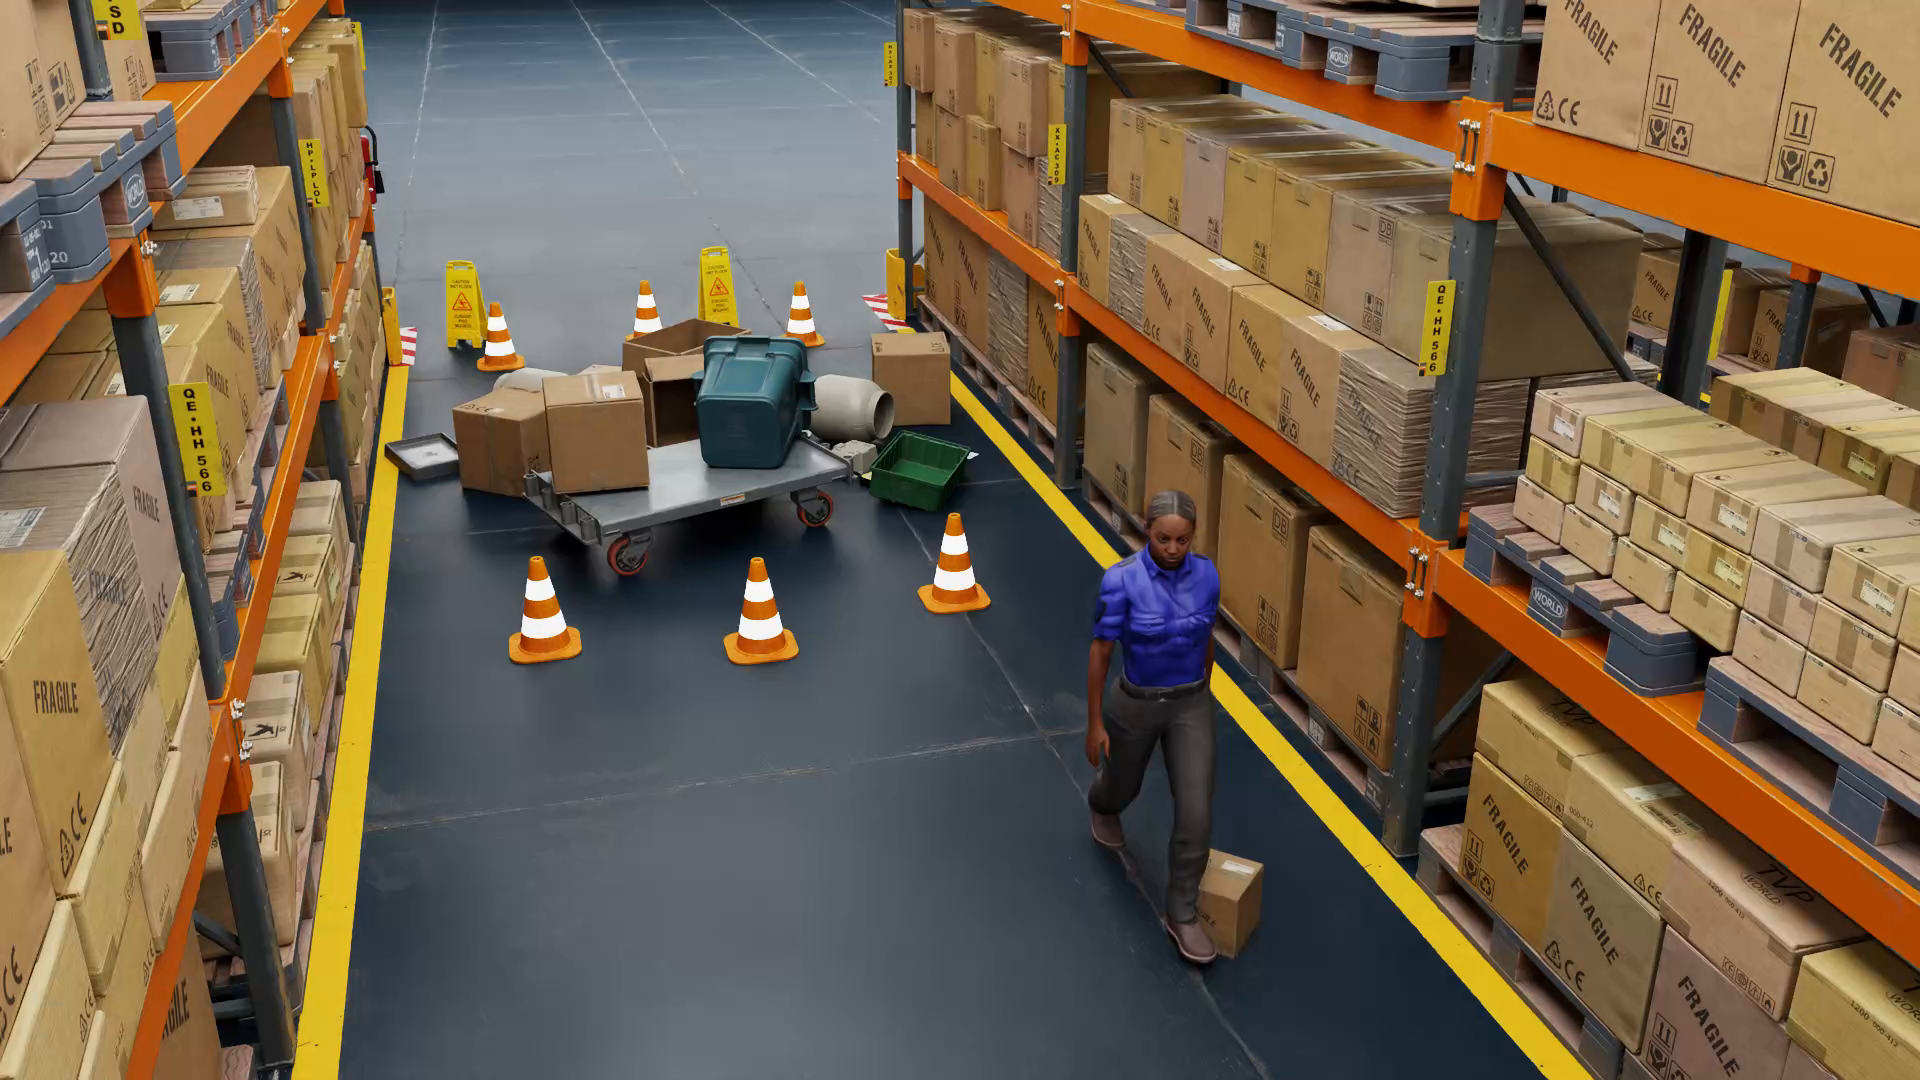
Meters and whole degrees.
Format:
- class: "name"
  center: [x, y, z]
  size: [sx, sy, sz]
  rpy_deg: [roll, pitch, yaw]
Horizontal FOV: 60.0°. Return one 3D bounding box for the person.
- class: "person"
  center: [0.653, 0.561, 5.774]
  size: [0.497, 1.611, 0.947]
  rpy_deg: [-4, 23, -9]
